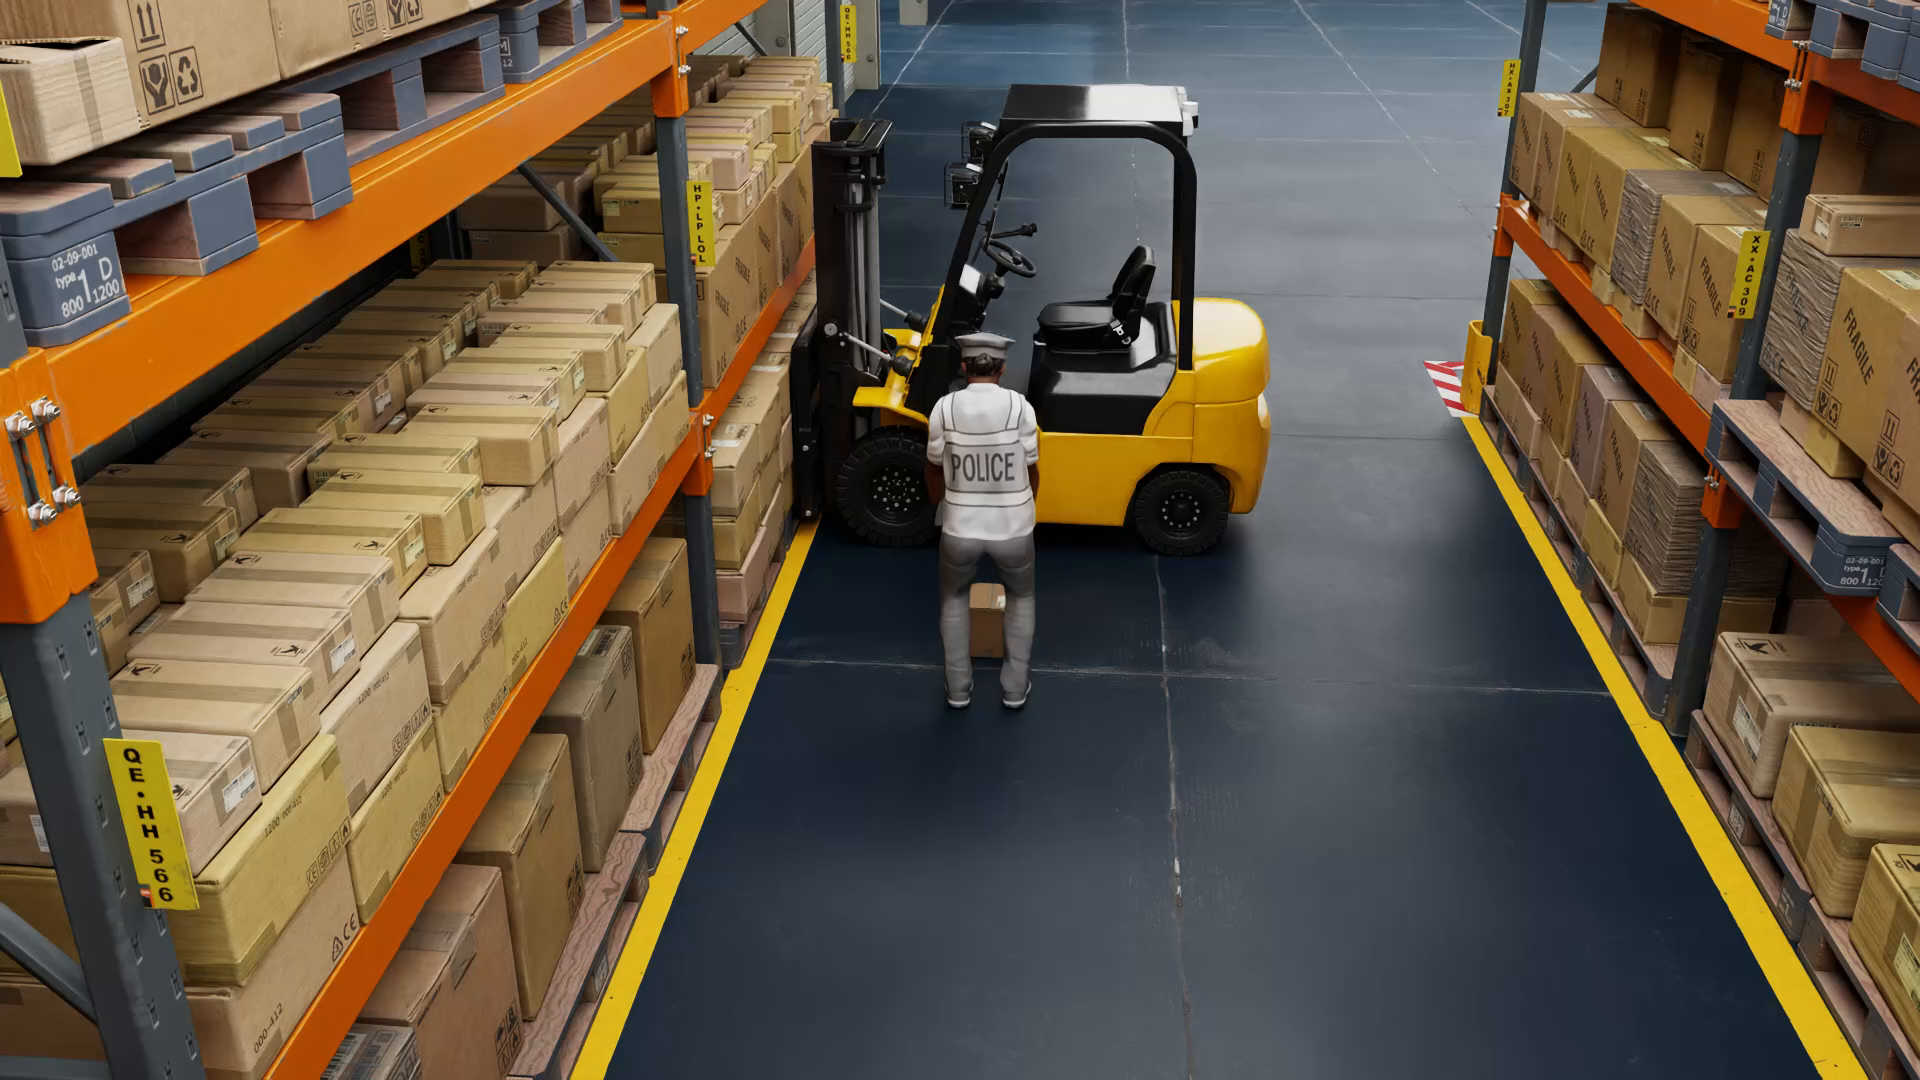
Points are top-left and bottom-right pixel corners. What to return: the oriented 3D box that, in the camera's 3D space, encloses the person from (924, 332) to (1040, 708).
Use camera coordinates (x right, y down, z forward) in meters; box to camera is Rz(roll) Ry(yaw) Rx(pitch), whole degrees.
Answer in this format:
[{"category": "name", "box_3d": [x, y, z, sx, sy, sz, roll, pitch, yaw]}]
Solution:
[{"category": "person", "box_3d": [0.088, -0.061, 6.838, 0.469, 1.591, 0.500, 2, 25, 5]}]
